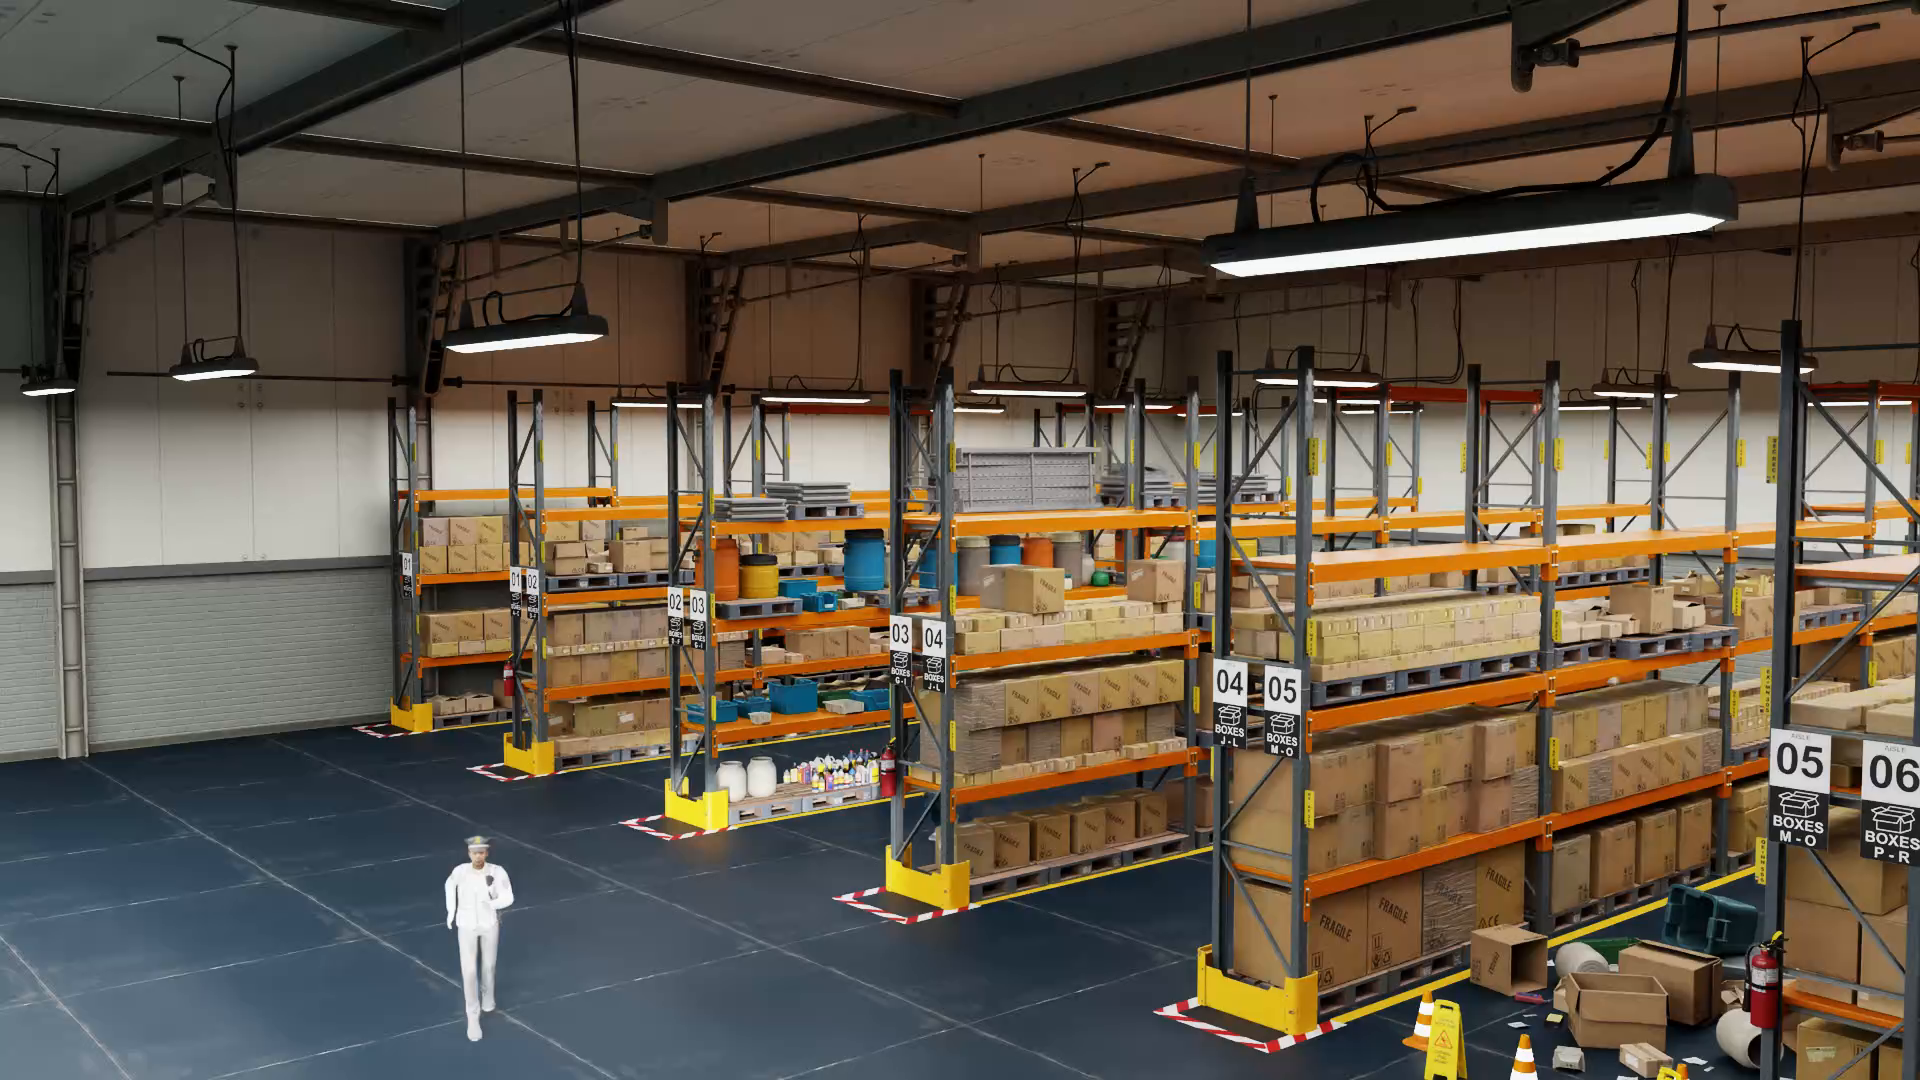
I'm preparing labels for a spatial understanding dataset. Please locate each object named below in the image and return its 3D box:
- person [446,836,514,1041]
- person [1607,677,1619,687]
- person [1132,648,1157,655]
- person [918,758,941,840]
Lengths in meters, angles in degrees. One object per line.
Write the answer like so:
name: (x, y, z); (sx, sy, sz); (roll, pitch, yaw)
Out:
person: (-4.250, 3.449, 14.728); (0.580, 1.738, 0.850); (-1, 3, -16)
person: (9.853, 2.888, 25.095); (0.609, 1.655, 0.825); (3, 4, 37)
person: (3.578, 2.374, 32.272); (0.646, 1.822, 0.933); (3, 4, 41)
person: (-0.344, 3.122, 21.634); (0.530, 1.567, 0.543); (-3, 5, -45)
